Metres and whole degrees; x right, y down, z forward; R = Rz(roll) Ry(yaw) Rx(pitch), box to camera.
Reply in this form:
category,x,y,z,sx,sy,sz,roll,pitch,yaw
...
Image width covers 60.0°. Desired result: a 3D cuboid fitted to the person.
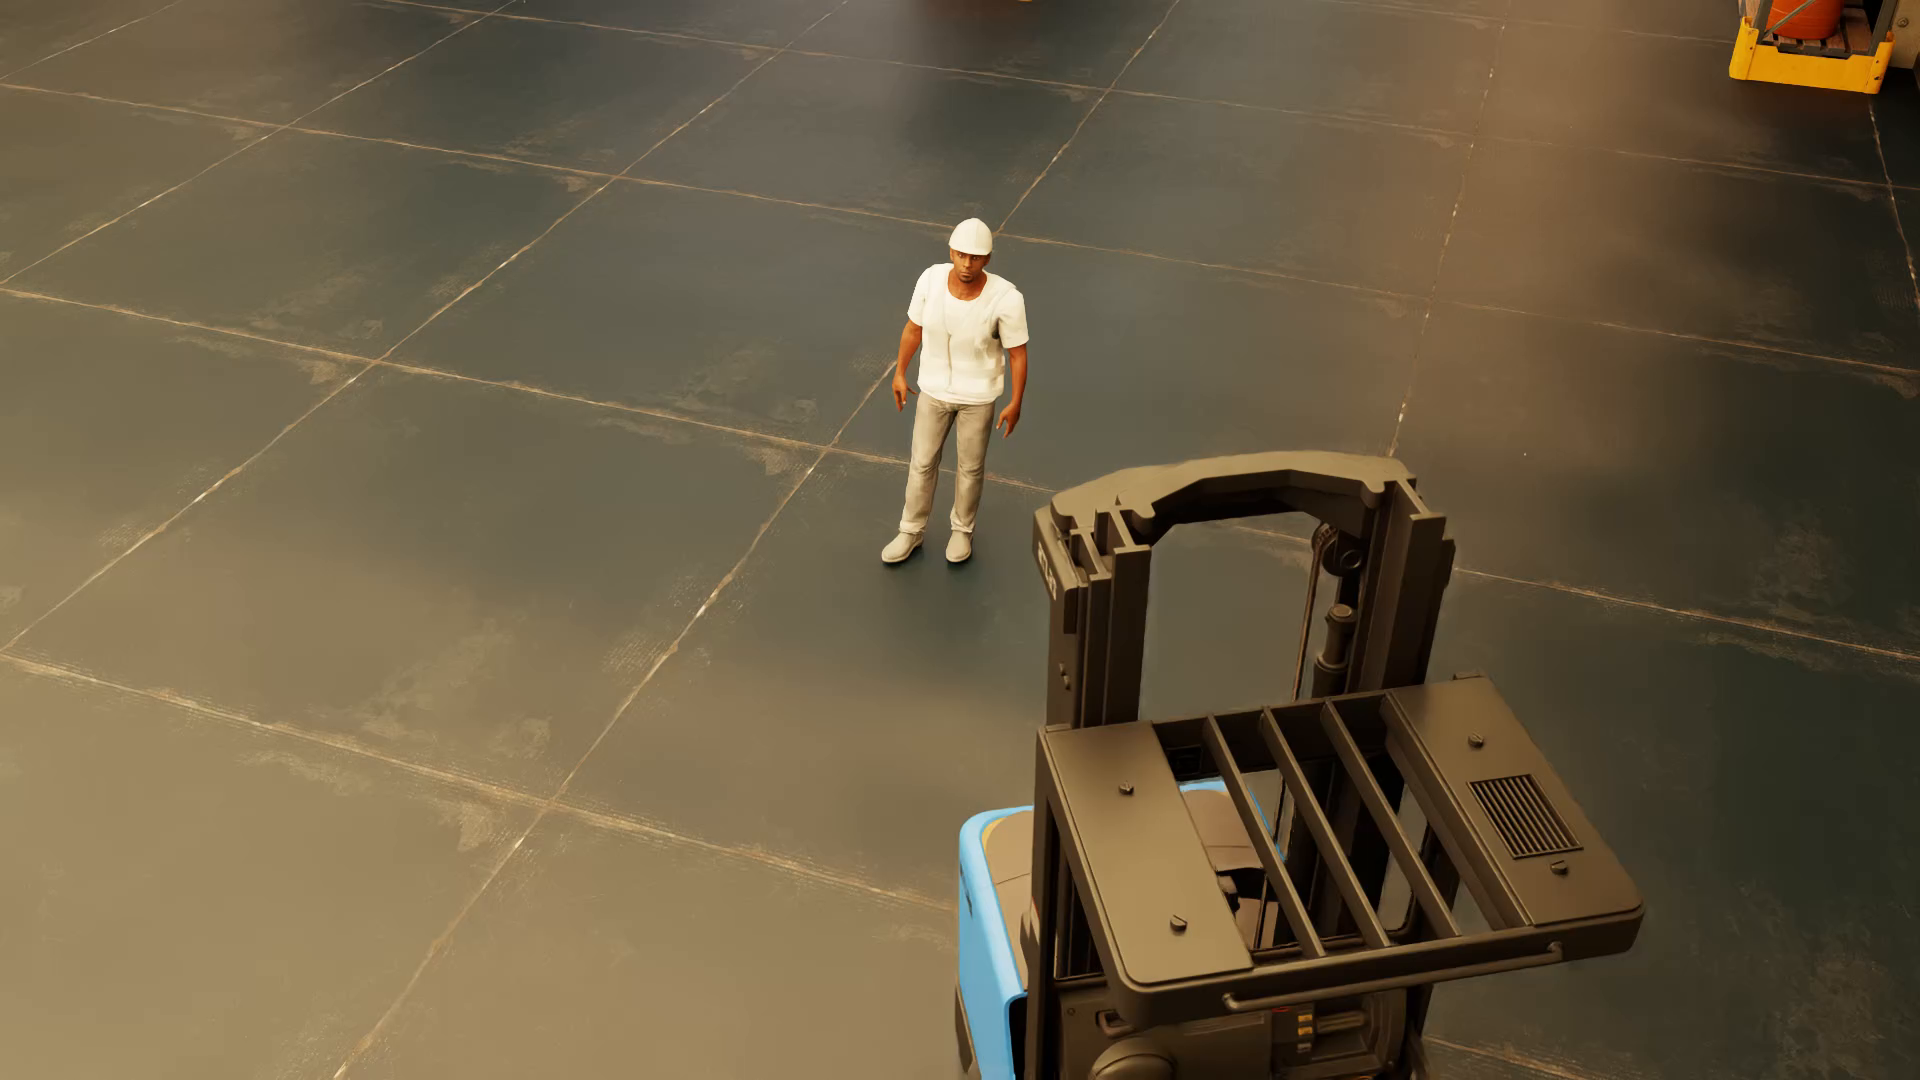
category,x,y,z,sx,sy,sz,roll,pitch,yaw
person,-0.028,-0.689,8.077,0.666,1.768,0.575,12,37,16

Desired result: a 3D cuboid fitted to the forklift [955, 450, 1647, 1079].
category,x,y,z,sx,sy,sz,roll,pitch,yaw
forklift,0.762,1.373,4.174,1.130,2.935,3.031,-6,36,-9
